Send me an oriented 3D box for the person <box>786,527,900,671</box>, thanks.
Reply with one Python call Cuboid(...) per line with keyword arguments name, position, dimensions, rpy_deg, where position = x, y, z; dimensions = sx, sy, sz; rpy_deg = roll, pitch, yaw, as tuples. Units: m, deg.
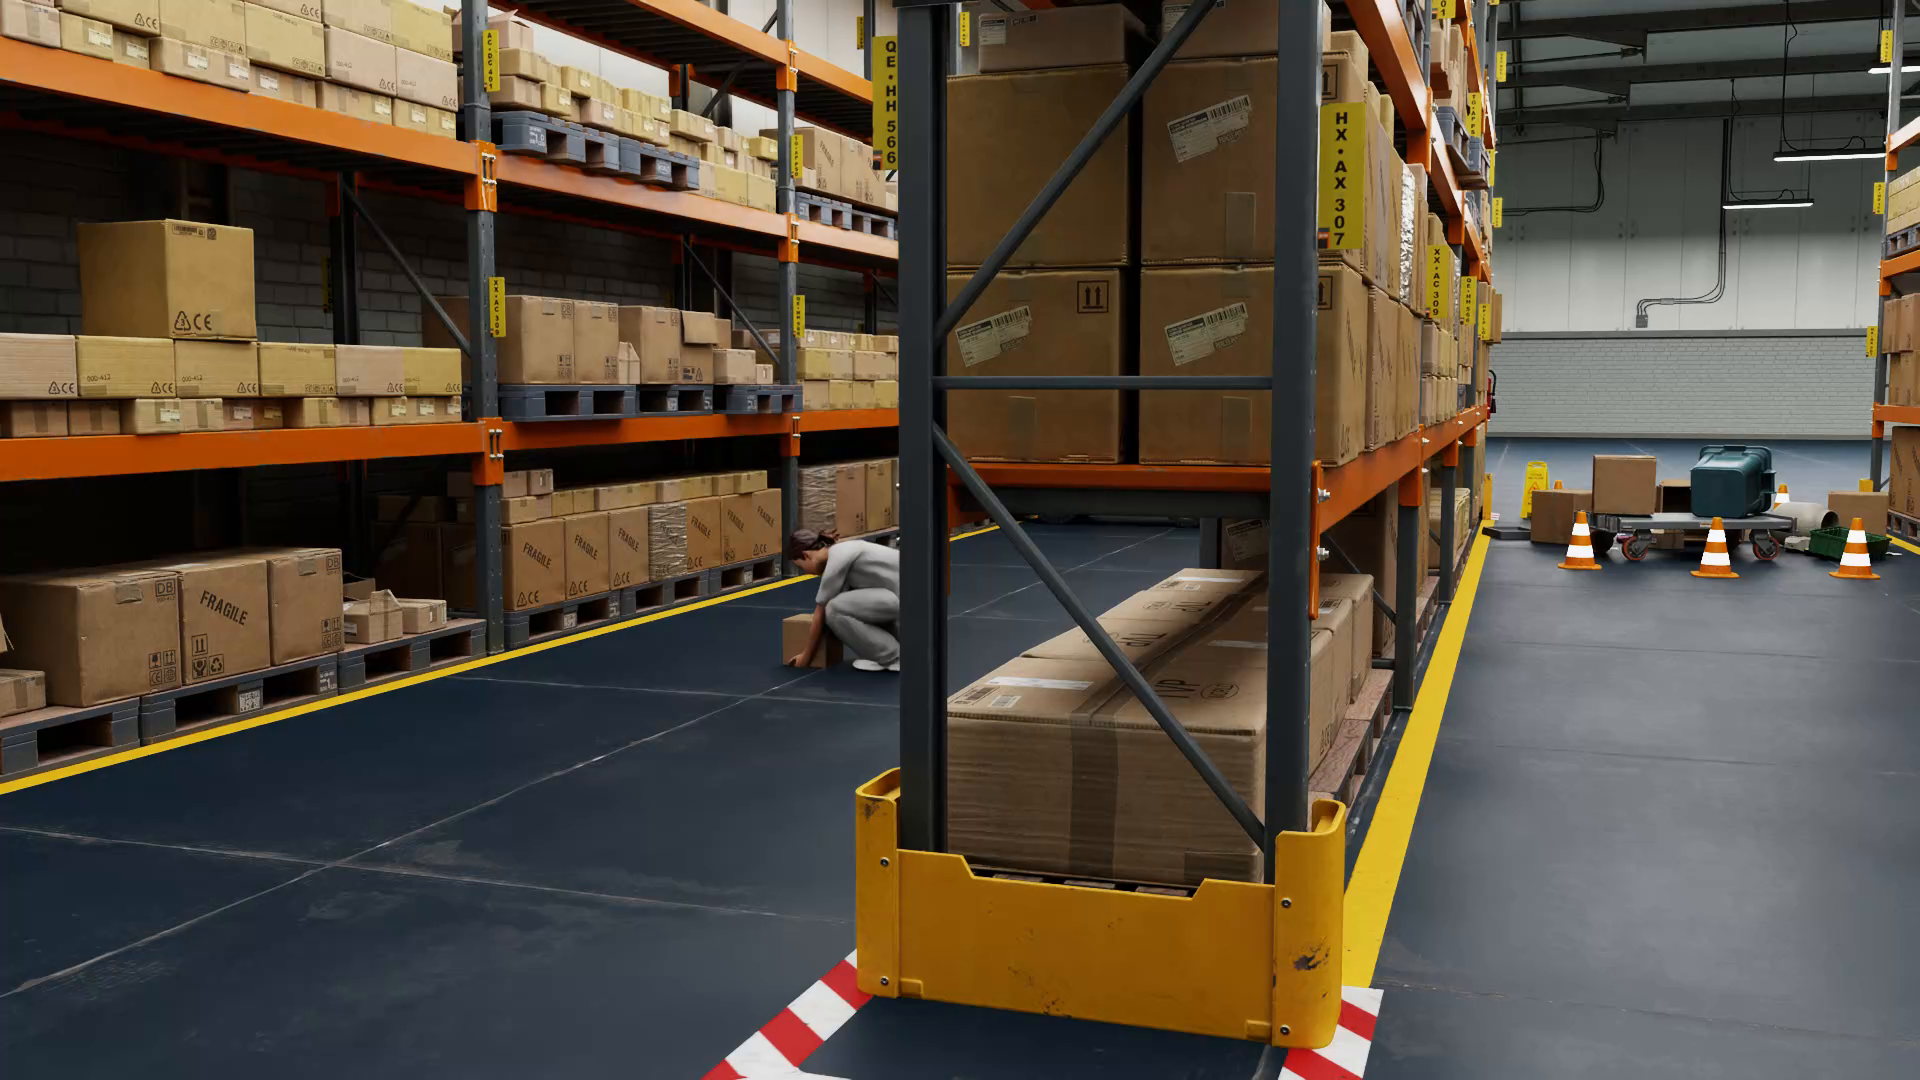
Cuboid(name="person", position=(-0.526, 0.354, 8.913), dimensions=(0.829, 0.808, 0.466), rpy_deg=(2, 6, 18))
